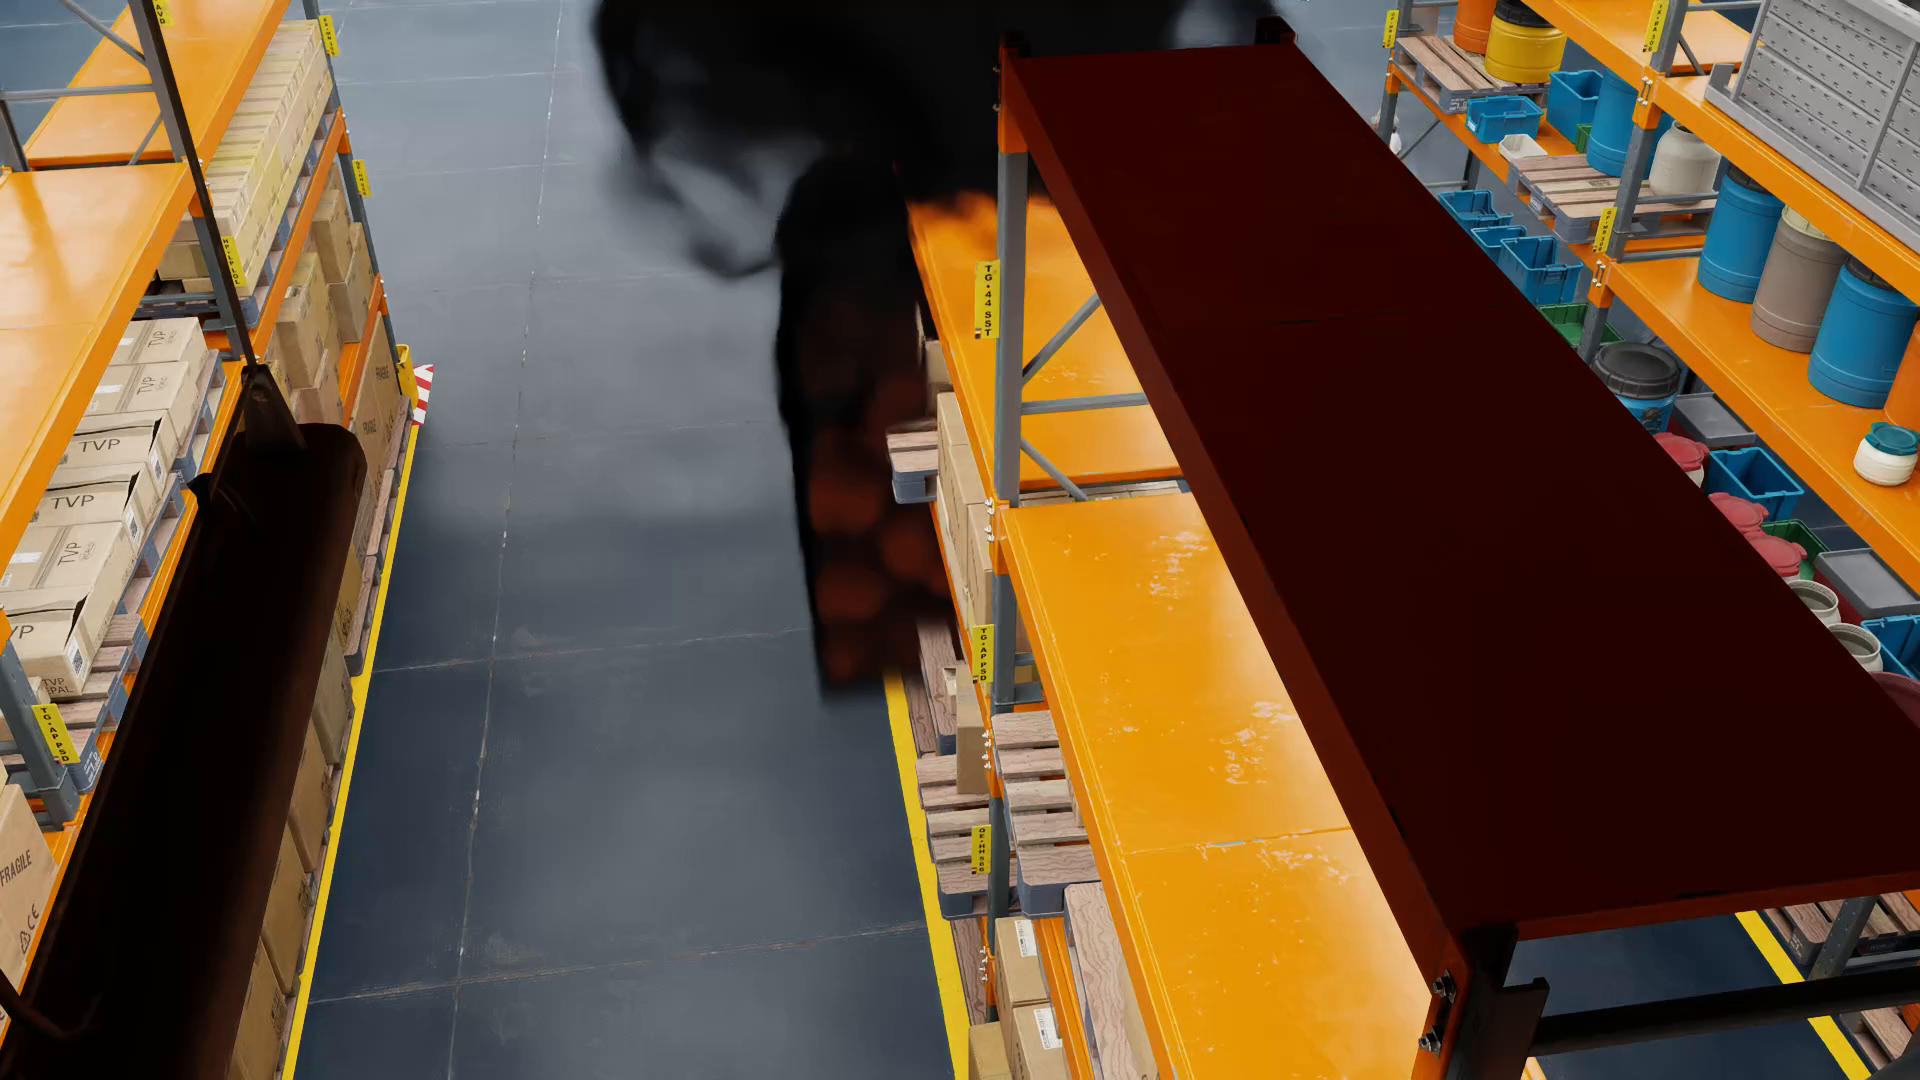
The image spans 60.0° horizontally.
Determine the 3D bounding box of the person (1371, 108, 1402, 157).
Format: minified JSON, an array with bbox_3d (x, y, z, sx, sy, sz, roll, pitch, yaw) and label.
[{"bbox_3d":[4.310,-3.613,16.996,0.634,1.652,0.635,18,40,23],"label":"person"}]
